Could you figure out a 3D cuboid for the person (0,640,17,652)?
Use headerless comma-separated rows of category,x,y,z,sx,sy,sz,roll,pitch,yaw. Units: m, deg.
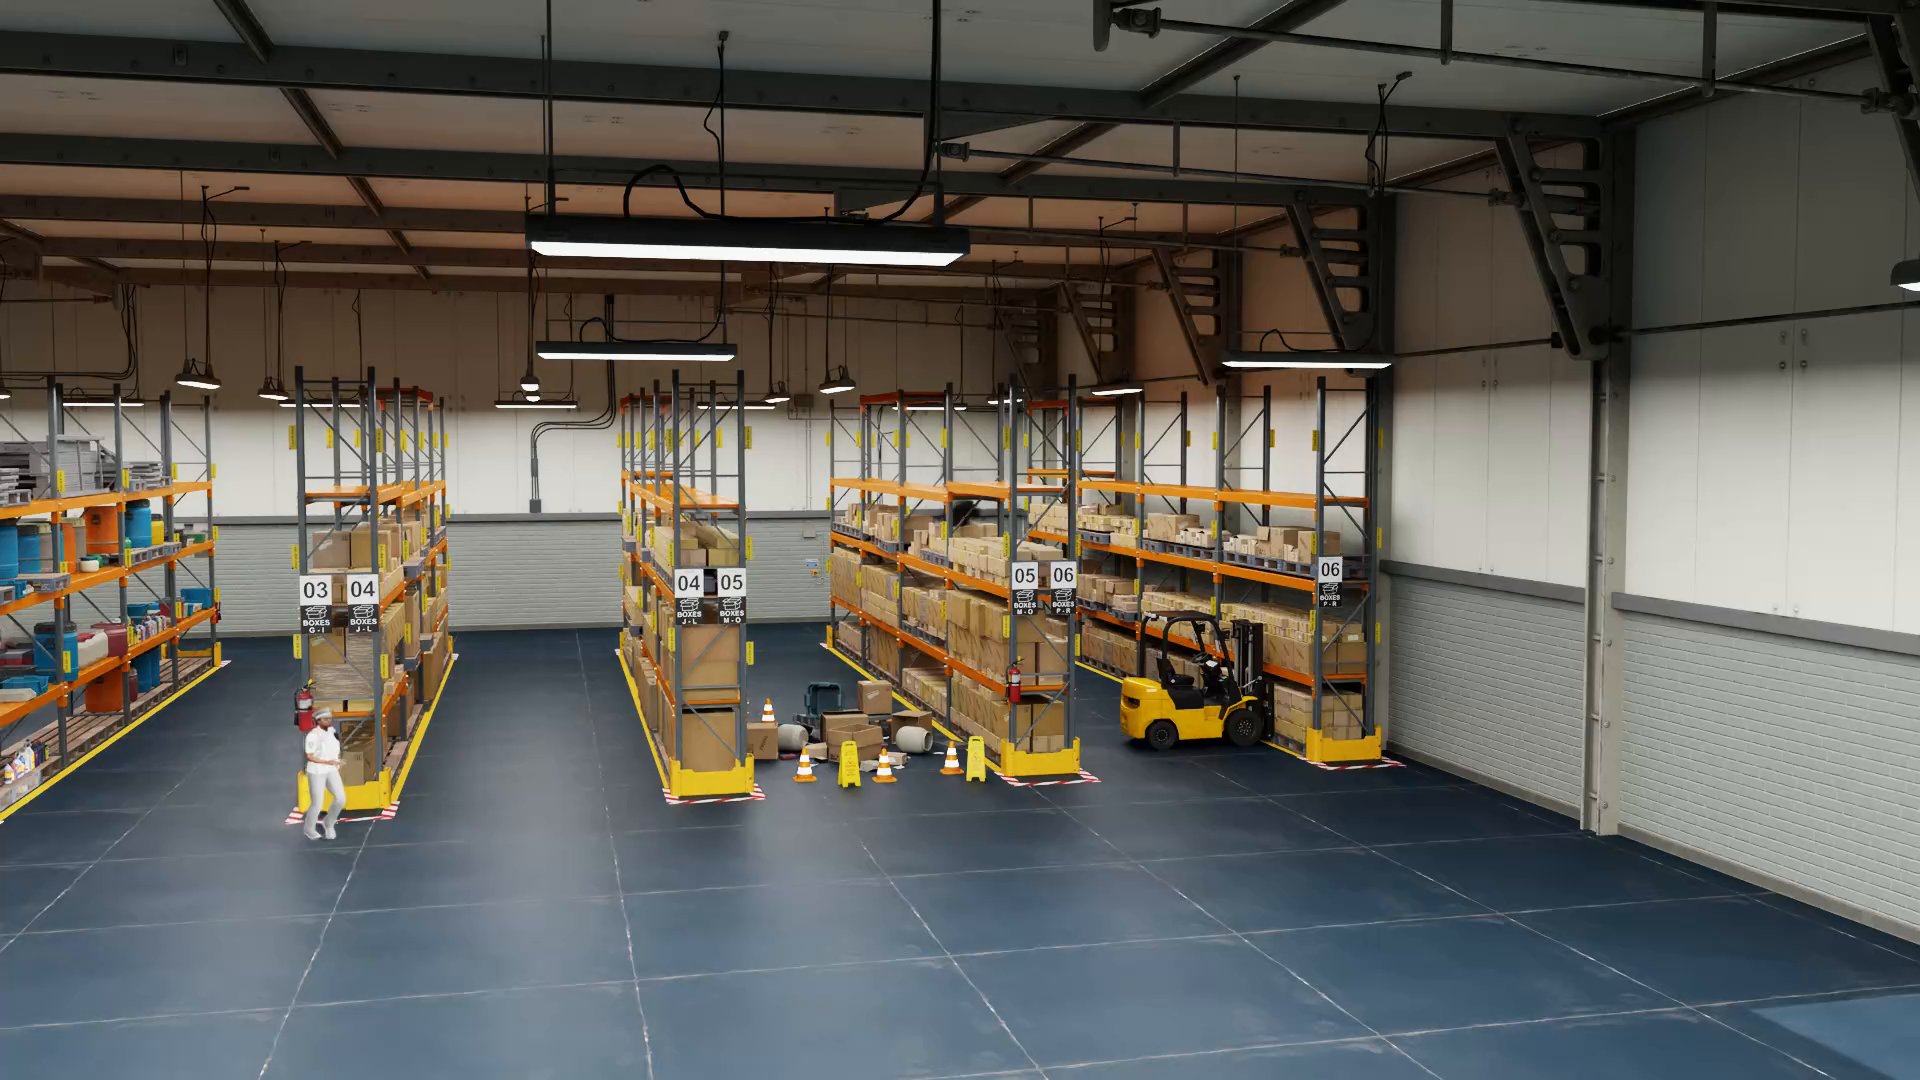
person,-16.692,2.512,28.754,0.707,1.548,1.049,-1,4,-19

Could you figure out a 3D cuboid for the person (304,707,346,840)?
person,-7.929,2.934,20.824,0.681,1.717,0.597,2,4,31
